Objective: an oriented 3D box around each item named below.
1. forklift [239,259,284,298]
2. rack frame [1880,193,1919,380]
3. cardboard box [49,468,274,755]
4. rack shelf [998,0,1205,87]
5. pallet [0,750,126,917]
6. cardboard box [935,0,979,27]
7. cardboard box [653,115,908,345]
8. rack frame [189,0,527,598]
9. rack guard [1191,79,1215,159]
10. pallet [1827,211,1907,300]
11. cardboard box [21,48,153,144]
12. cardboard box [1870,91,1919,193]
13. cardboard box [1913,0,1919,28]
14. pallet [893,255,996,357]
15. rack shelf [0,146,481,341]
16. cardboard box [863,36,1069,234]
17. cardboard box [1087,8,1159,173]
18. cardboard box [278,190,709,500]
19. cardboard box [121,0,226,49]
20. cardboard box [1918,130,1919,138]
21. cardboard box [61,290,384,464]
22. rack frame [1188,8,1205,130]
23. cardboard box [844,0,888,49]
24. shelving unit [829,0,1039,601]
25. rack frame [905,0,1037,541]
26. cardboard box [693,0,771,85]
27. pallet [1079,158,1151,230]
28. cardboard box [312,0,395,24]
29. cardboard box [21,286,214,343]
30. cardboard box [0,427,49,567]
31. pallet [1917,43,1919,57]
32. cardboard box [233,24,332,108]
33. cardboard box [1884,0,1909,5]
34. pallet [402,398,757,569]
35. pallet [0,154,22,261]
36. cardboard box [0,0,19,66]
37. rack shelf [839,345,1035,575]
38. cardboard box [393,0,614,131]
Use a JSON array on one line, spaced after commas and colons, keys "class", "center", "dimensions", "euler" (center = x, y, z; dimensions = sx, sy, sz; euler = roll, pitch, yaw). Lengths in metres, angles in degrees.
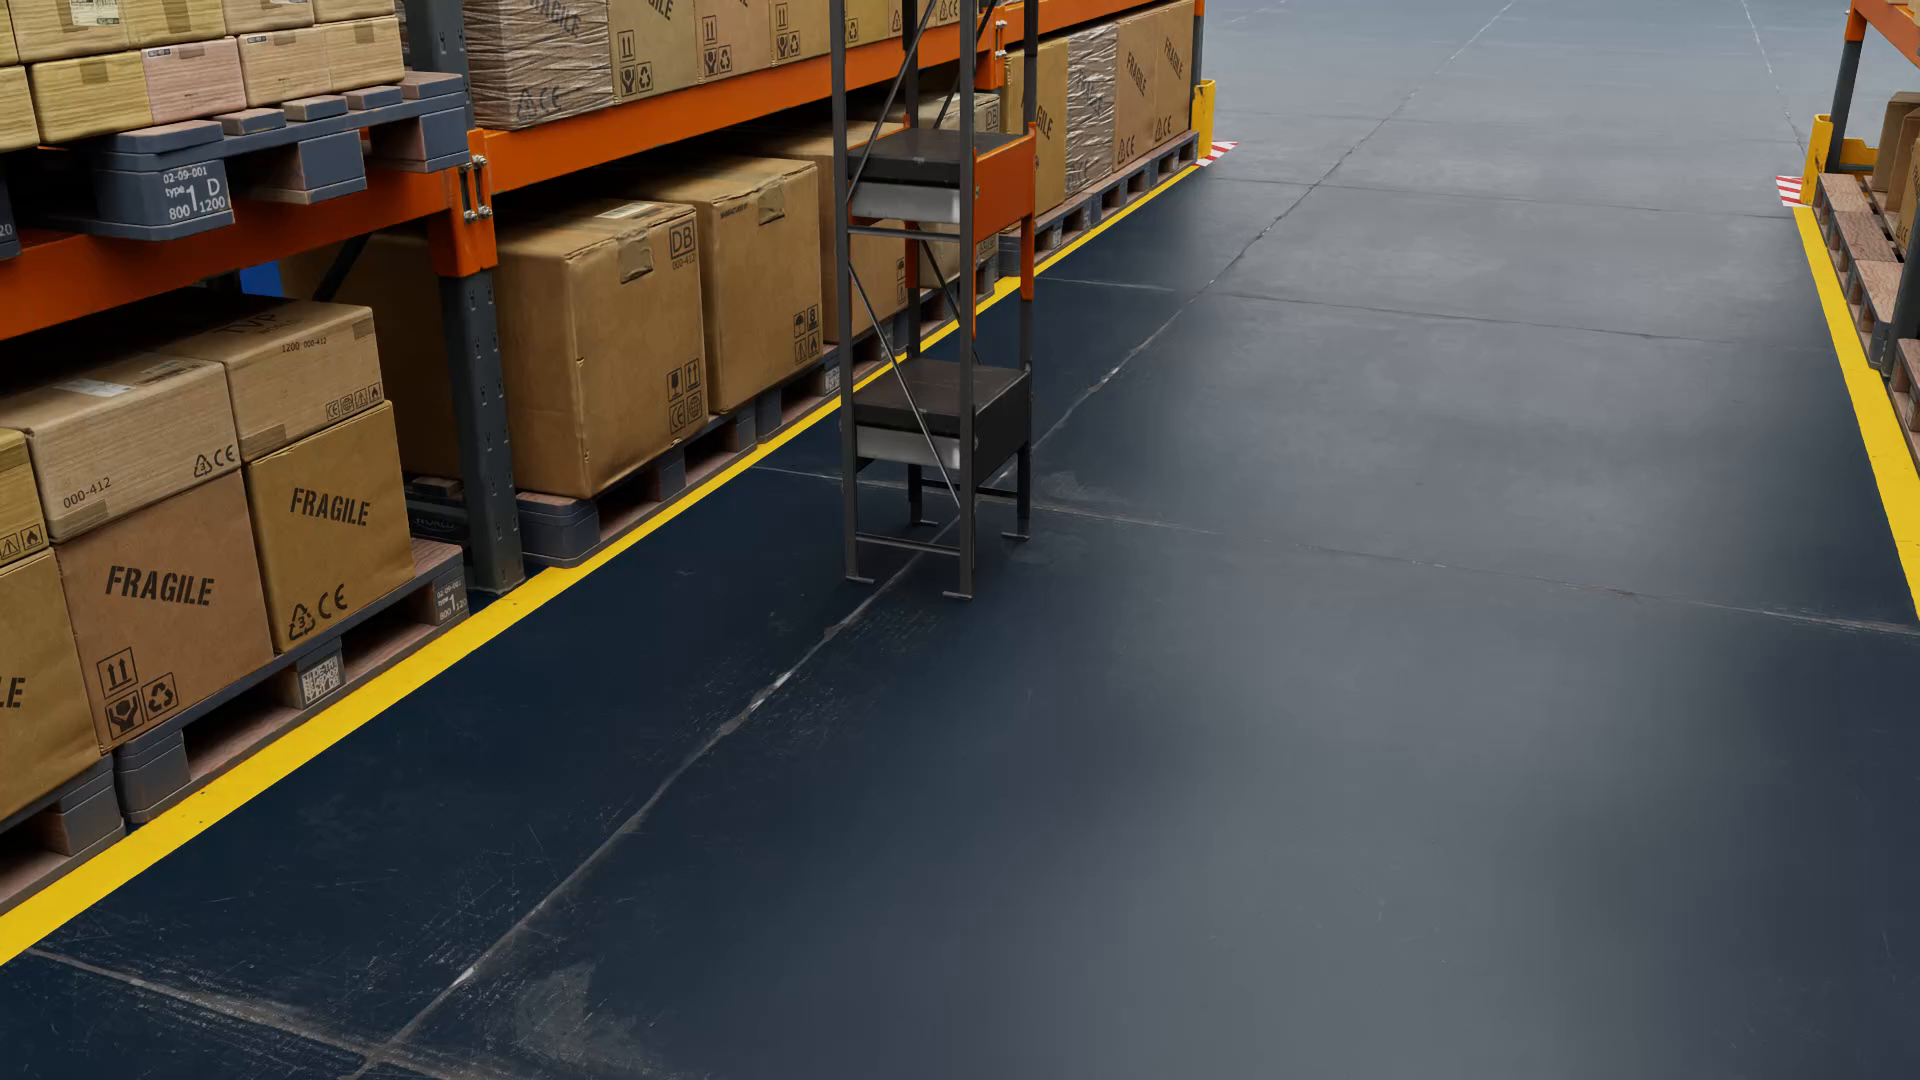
[{"class": "forklift", "center": [-3.203, -2.515, 7.469], "dimensions": [1.130, 2.935, 3.031], "euler": [-9, 24, -20]}, {"class": "rack frame", "center": [4.276, -1.993, 6.129], "dimensions": [1.000, 3.000, 0.127], "euler": [9, 24, 20]}, {"class": "cardboard box", "center": [-1.976, 0.110, 3.793], "dimensions": [0.500, 0.500, 0.500], "euler": [10, 25, 22]}, {"class": "rack shelf", "center": [0.451, -3.123, 9.768], "dimensions": [1.077, 0.370, 4.000], "euler": [9, 24, 20]}, {"class": "pallet", "center": [-2.524, 0.693, 3.316], "dimensions": [1.003, 0.211, 1.213], "euler": [9, 24, 20]}, {"class": "cardboard box", "center": [-0.237, -2.560, 7.358], "dimensions": [0.500, 0.500, 0.500], "euler": [9, 24, 20]}, {"class": "cardboard box", "center": [-0.801, -1.315, 6.881], "dimensions": [1.050, 0.750, 0.750], "euler": [9, 24, 20]}, {"class": "rack frame", "center": [-1.778, -1.308, 4.489], "dimensions": [1.000, 3.000, 0.127], "euler": [9, 24, 20]}, {"class": "rack guard", "center": [1.203, -3.026, 11.845], "dimensions": [1.175, 0.500, 0.348], "euler": [9, 24, 20]}, {"class": "pallet", "center": [4.944, -1.390, 8.303], "dimensions": [1.003, 0.211, 1.213], "euler": [9, 24, 20]}, {"class": "cardboard box", "center": [-1.819, -0.874, 3.232], "dimensions": [0.380, 0.149, 0.250], "euler": [8, 24, 19]}, {"class": "cardboard box", "center": [5.514, -2.244, 9.428], "dimensions": [0.500, 0.500, 0.500], "euler": [14, 26, 30]}, {"class": "cardboard box", "center": [4.322, -2.270, 7.120], "dimensions": [0.380, 0.149, 0.250], "euler": [9, 24, 20]}, {"class": "pallet", "center": [-0.508, -1.166, 7.767], "dimensions": [1.003, 0.211, 1.213], "euler": [9, 24, 20]}, {"class": "rack shelf", "center": [-2.520, -0.260, 2.914], "dimensions": [1.077, 0.370, 4.000], "euler": [9, 24, 20]}, {"class": "cardboard box", "center": [0.007, -2.168, 8.759], "dimensions": [0.875, 0.875, 0.875], "euler": [9, 24, 21]}, {"class": "cardboard box", "center": [0.679, -2.817, 10.313], "dimensions": [0.875, 0.875, 0.875], "euler": [8, 24, 19]}, {"class": "cardboard box", "center": [-1.468, -0.669, 5.333], "dimensions": [1.050, 0.750, 0.750], "euler": [8, 24, 19]}, {"class": "cardboard box", "center": [-1.731, -1.091, 3.364], "dimensions": [0.380, 0.149, 0.250], "euler": [9, 24, 21]}, {"class": "cardboard box", "center": [5.074, -1.804, 8.374], "dimensions": [0.500, 0.500, 0.500], "euler": [11, 25, 25]}, {"class": "cardboard box", "center": [-1.788, -0.412, 4.070], "dimensions": [0.500, 0.250, 0.500], "euler": [8, 24, 19]}, {"class": "rack frame", "center": [1.194, -4.171, 11.343], "dimensions": [1.000, 3.000, 0.127], "euler": [9, 24, 20]}, {"class": "cardboard box", "center": [-0.613, -2.199, 6.492], "dimensions": [0.500, 0.500, 0.500], "euler": [9, 24, 21]}, {"class": "shelving unit", "center": [-0.061, -0.910, 4.703], "dimensions": [0.431, 2.100, 0.503], "euler": [9, 24, 20]}, {"class": "rack frame", "center": [0.029, -0.997, 4.913], "dimensions": [0.400, 2.100, 0.015], "euler": [9, 24, 20]}, {"class": "cardboard box", "center": [-0.986, -1.839, 5.630], "dimensions": [0.500, 0.500, 0.500], "euler": [9, 24, 20]}, {"class": "pallet", "center": [0.515, -2.151, 10.127], "dimensions": [1.003, 0.211, 1.213], "euler": [9, 24, 20]}, {"class": "cardboard box", "center": [-1.538, -1.281, 3.820], "dimensions": [0.380, 0.149, 0.250], "euler": [9, 24, 21]}, {"class": "cardboard box", "center": [-2.258, -0.482, 4.238], "dimensions": [0.500, 0.250, 0.500], "euler": [8, 24, 18]}, {"class": "cardboard box", "center": [-2.169, -0.050, 3.203], "dimensions": [0.500, 0.250, 0.500], "euler": [9, 24, 21]}, {"class": "pallet", "center": [3.857, -1.652, 5.561], "dimensions": [1.003, 0.211, 1.213], "euler": [9, 24, 20]}, {"class": "cardboard box", "center": [-1.628, -1.055, 3.664], "dimensions": [0.380, 0.149, 0.250], "euler": [9, 24, 20]}, {"class": "cardboard box", "center": [4.787, -2.718, 8.190], "dimensions": [0.380, 0.149, 0.250], "euler": [9, 24, 20]}, {"class": "pallet", "center": [-1.415, -0.292, 5.676], "dimensions": [1.003, 0.211, 1.213], "euler": [9, 24, 20]}, {"class": "pallet", "center": [-2.475, -0.505, 2.816], "dimensions": [1.003, 0.211, 1.213], "euler": [9, 24, 20]}, {"class": "cardboard box", "center": [-1.919, -0.912, 2.938], "dimensions": [0.380, 0.149, 0.250], "euler": [9, 24, 20]}, {"class": "rack shelf", "center": [-0.061, -0.251, 4.979], "dimensions": [0.431, 0.518, 0.480], "euler": [9, 24, 20]}, {"class": "cardboard box", "center": [-1.360, -1.476, 4.762], "dimensions": [0.500, 0.500, 0.500], "euler": [9, 24, 21]}]
